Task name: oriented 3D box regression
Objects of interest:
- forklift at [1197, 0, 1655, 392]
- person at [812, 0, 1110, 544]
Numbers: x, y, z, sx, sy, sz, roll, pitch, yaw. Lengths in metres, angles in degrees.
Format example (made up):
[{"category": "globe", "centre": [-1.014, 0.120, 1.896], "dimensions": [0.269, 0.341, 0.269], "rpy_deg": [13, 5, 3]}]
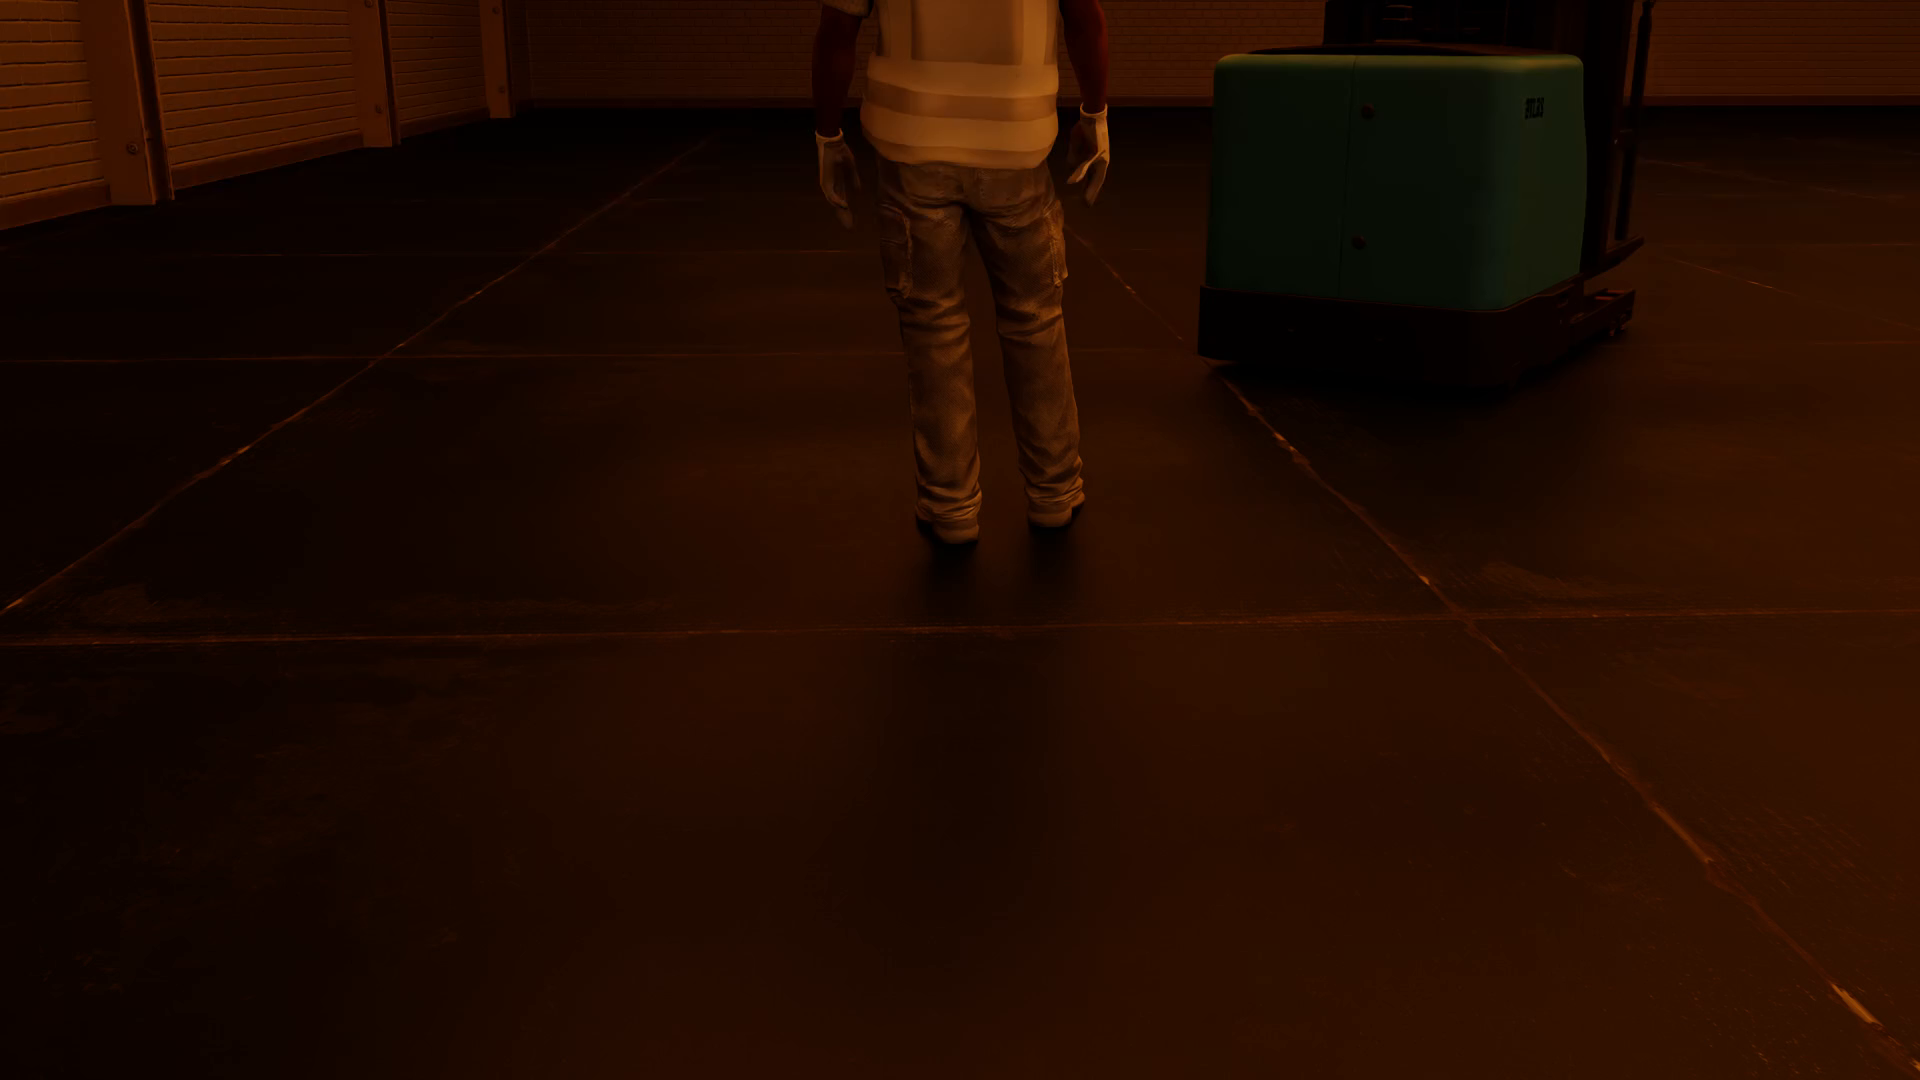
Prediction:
[{"category": "forklift", "centre": [2.051, -2.258, 6.288], "dimensions": [1.130, 2.935, 3.031], "rpy_deg": [11, 20, 31]}, {"category": "person", "centre": [0.005, -0.880, 3.724], "dimensions": [0.656, 1.781, 0.577], "rpy_deg": [-1, 17, -3]}]
